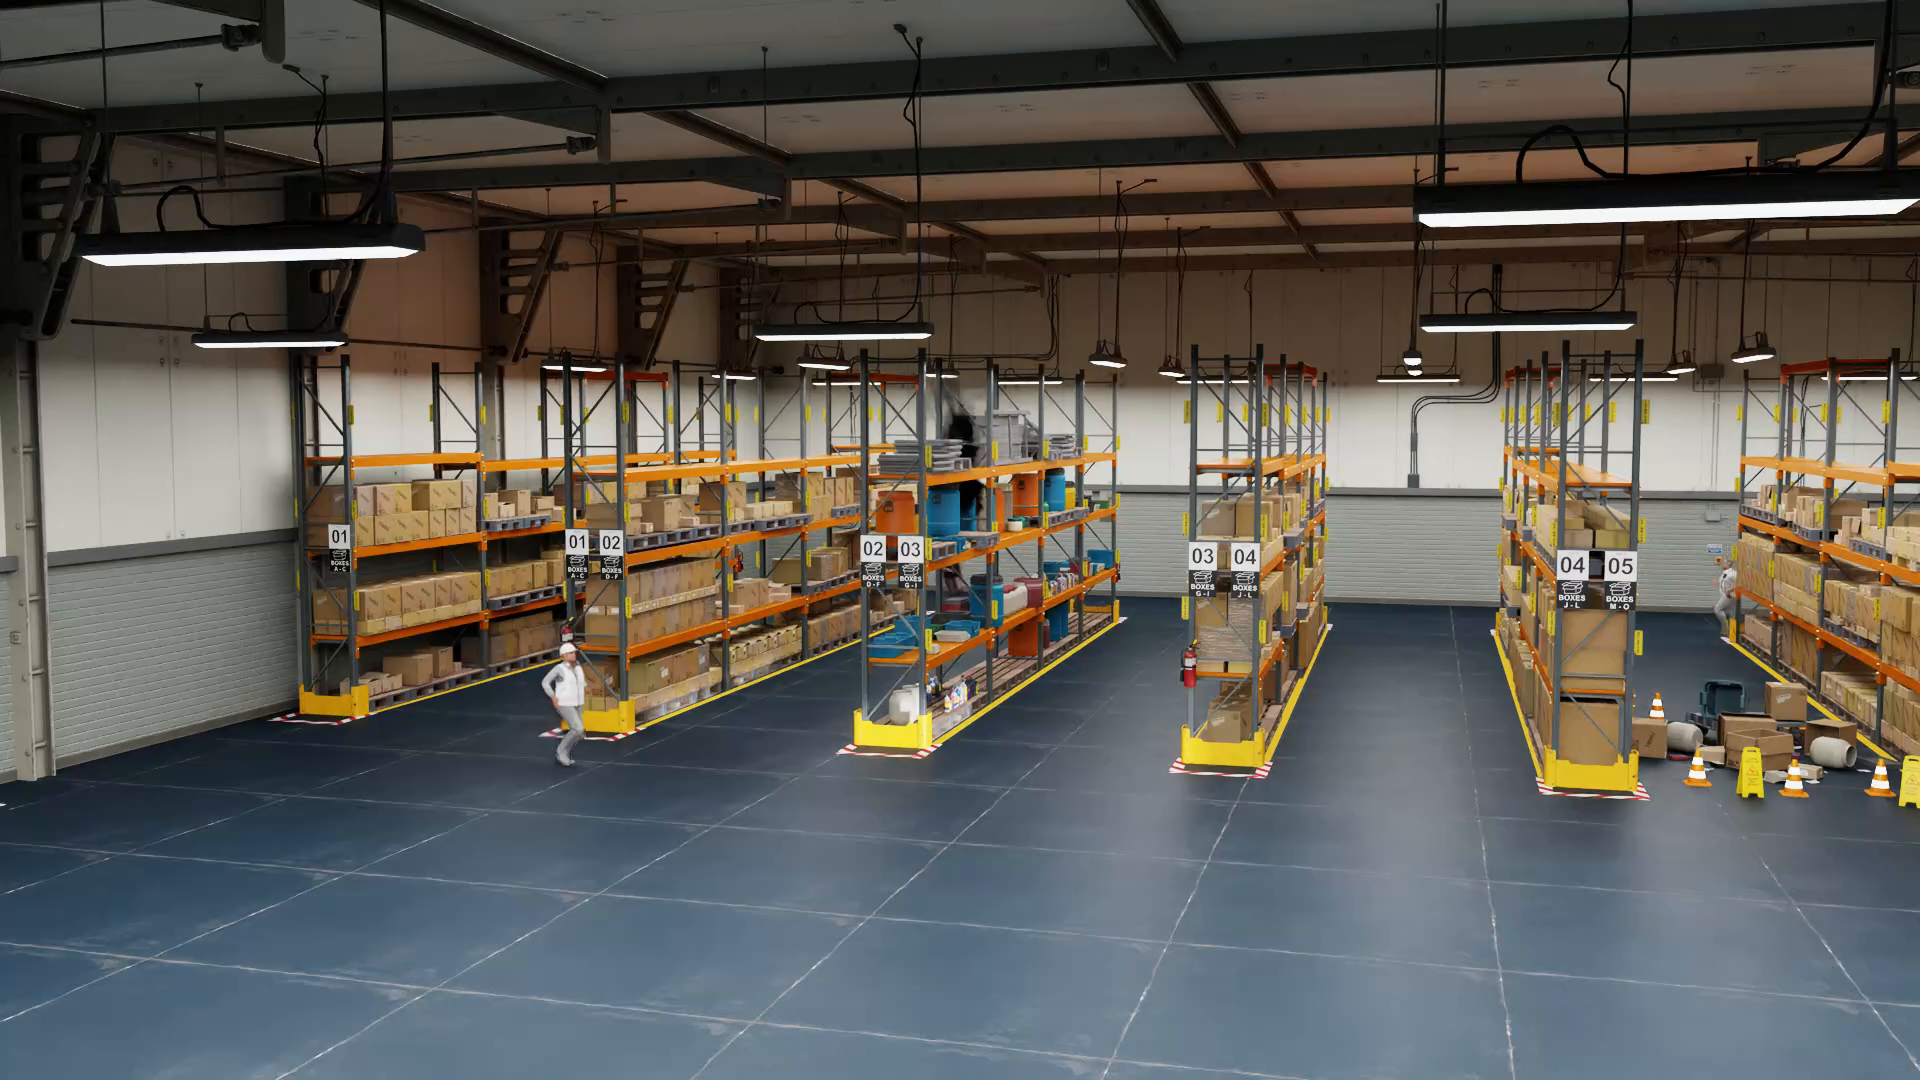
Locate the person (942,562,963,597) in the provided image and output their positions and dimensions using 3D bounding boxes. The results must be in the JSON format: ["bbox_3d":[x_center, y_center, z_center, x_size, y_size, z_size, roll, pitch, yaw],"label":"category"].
[{"bbox_3d":[-0.208,0.979,42.290,0.637,1.707,0.711,-1,4,-13],"label":"person"}]

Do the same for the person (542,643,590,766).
[{"bbox_3d":[-5.537,2.343,23.696,0.656,1.742,0.640,2,5,29],"label":"person"}]

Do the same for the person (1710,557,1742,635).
[{"bbox_3d":[17.482,1.303,37.877,0.742,1.839,0.658,2,5,22],"label":"person"}]
